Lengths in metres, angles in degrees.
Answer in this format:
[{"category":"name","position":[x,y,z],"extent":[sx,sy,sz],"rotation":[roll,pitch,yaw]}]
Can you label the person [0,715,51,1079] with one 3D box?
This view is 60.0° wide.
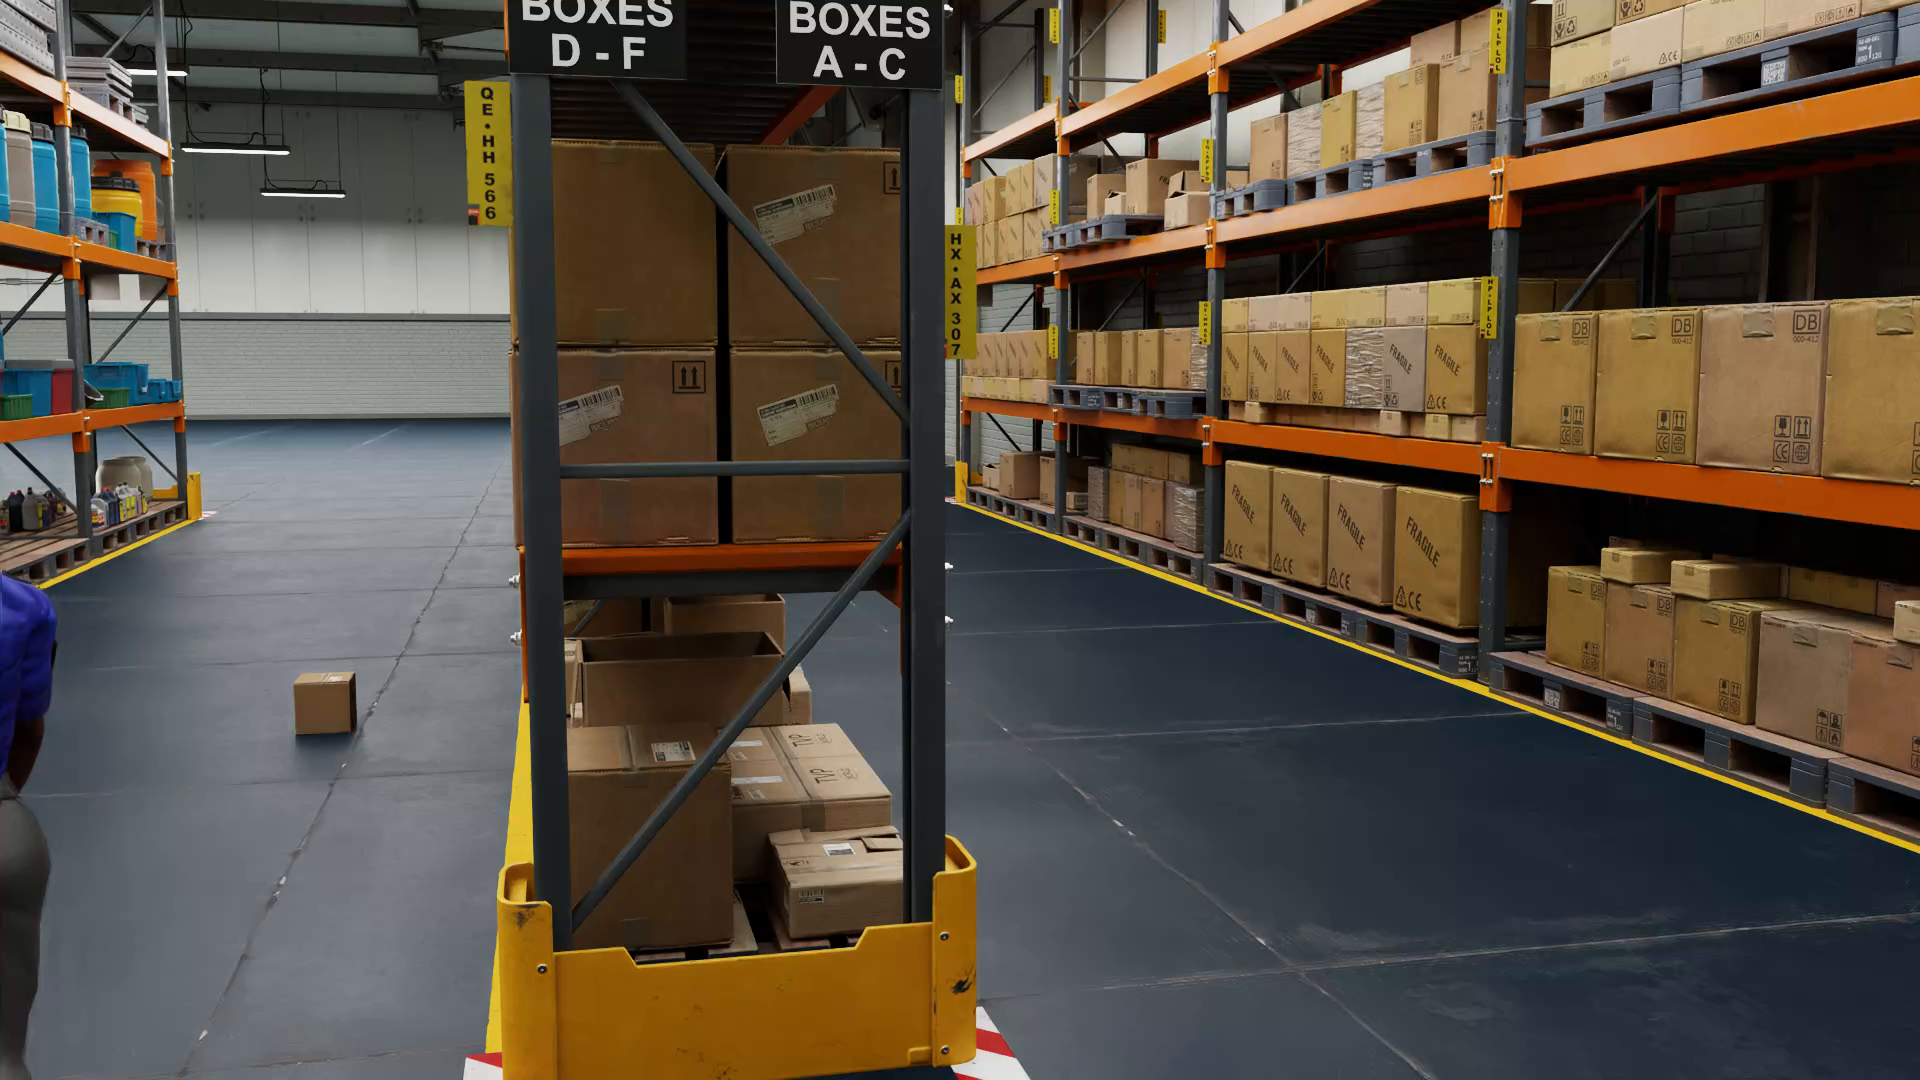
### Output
[{"category":"person","position":[-1.909,0.591,3.054],"extent":[0.760,1.552,0.531],"rotation":[5,8,37]}]
